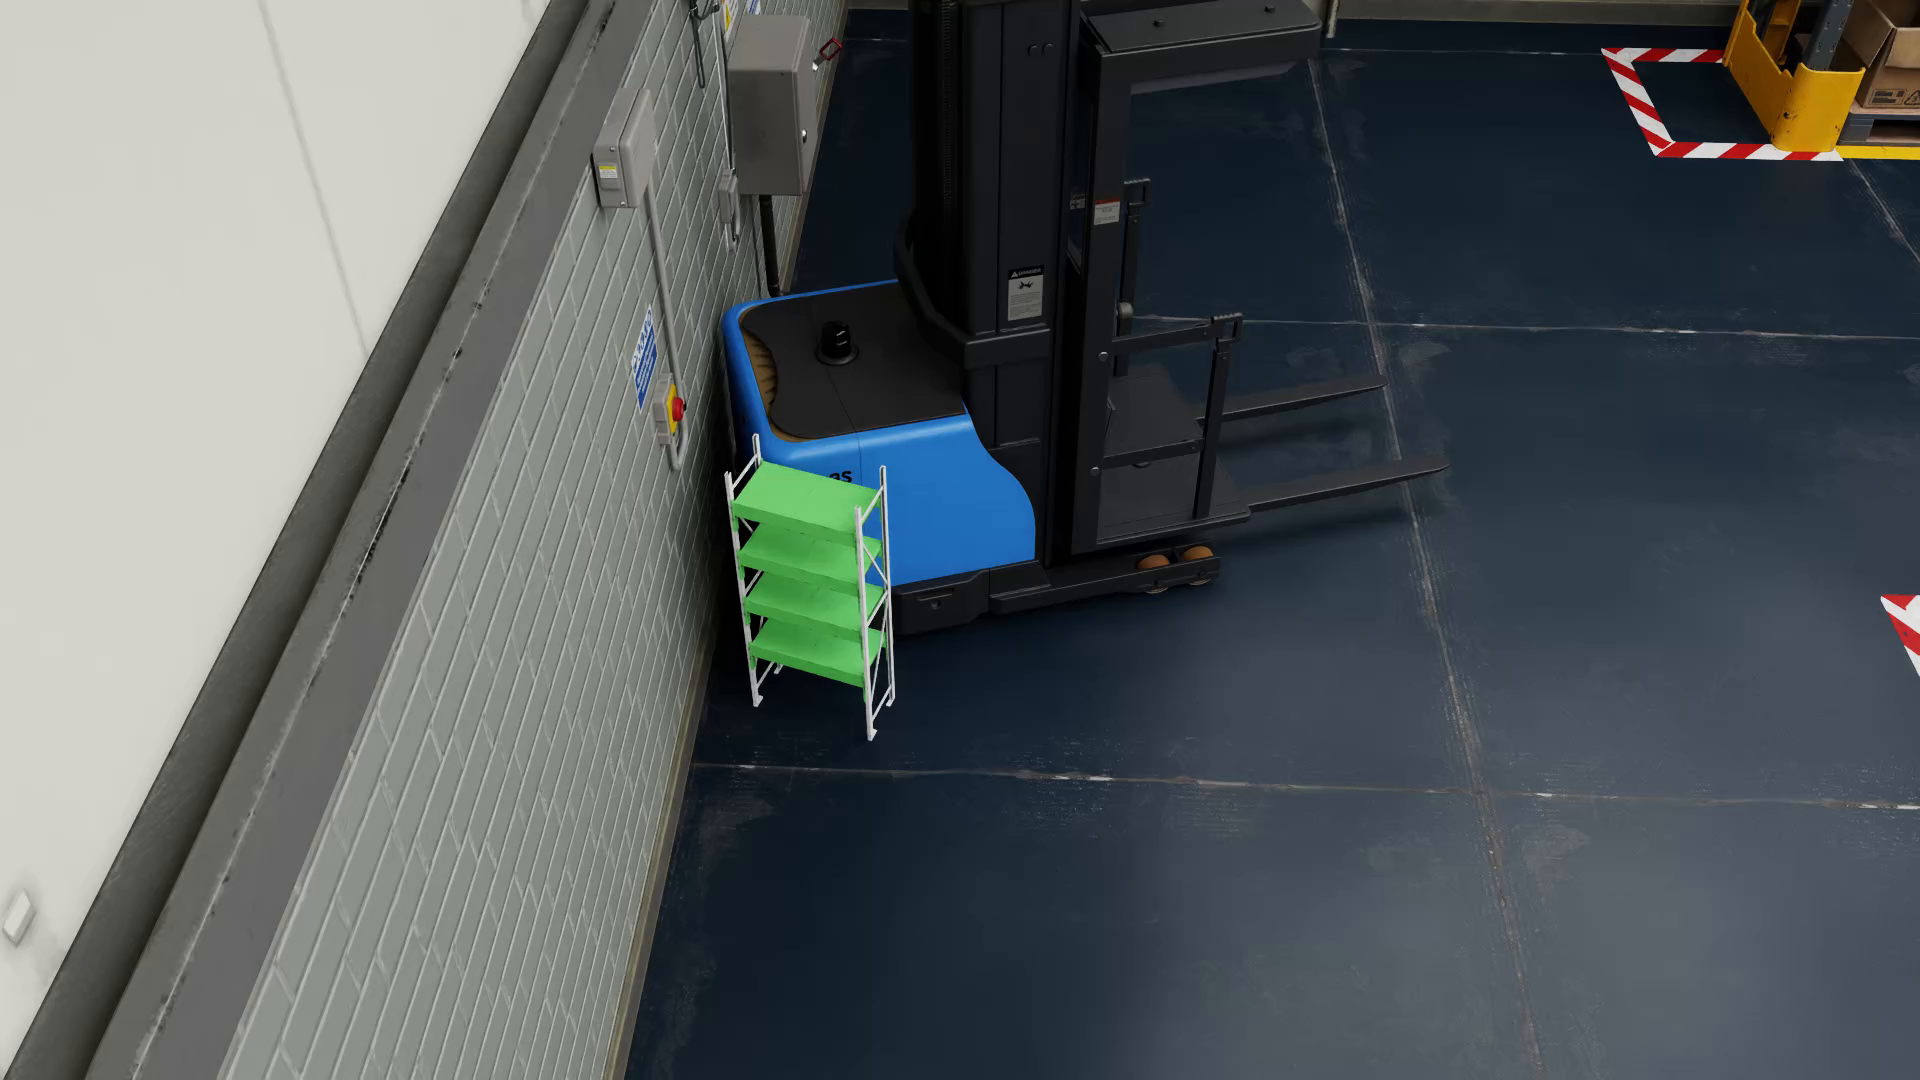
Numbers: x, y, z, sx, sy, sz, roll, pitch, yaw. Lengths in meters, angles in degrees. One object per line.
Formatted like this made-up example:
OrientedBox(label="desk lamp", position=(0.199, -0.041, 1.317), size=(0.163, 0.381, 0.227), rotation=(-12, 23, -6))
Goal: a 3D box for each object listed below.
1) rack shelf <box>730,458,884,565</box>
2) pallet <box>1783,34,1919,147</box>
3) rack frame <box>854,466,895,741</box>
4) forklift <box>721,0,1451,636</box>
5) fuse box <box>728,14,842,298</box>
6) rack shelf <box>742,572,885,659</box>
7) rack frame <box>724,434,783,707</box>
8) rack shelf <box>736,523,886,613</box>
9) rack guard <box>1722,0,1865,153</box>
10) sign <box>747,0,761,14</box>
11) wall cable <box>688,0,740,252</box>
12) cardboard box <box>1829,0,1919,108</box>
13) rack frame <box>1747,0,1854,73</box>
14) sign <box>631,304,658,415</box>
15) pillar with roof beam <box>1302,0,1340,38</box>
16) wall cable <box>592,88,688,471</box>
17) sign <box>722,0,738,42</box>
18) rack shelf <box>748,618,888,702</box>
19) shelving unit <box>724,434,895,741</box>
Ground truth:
OrientedBox(label="rack shelf", position=(-0.535, -0.105, 5.872), size=(0.480, 0.148, 0.258), rotation=(15, 45, 15))
OrientedBox(label="pallet", position=(5.749, -2.708, 10.002), size=(1.213, 0.211, 1.003), rotation=(2, 43, 2))
OrientedBox(label="rack frame", position=(-0.307, 0.258, 6.092), size=(0.015, 1.200, 0.240), rotation=(15, 45, 15))
OrientedBox(label="forklift", position=(0.602, -1.185, 6.372), size=(3.031, 2.935, 1.130), rotation=(-11, 44, -11))
OrientedBox(label="fuse box", position=(-0.737, -1.486, 7.590), size=(0.414, 1.711, 0.539), rotation=(2, 43, 2))
OrientedBox(label="rack shelf", position=(-0.535, 0.246, 6.199), size=(0.480, 0.148, 0.258), rotation=(15, 45, 15))
OrientedBox(label="rack frame", position=(-0.763, 0.140, 6.219), size=(0.015, 1.200, 0.240), rotation=(15, 45, 15))
OrientedBox(label="rack shelf", position=(-0.535, 0.070, 6.036), size=(0.480, 0.148, 0.258), rotation=(15, 45, 15))
OrientedBox(label="rack guard", position=(4.953, -2.838, 9.929), size=(0.348, 0.500, 1.175), rotation=(2, 43, 2))
OrientedBox(label="sign", position=(-0.921, -2.265, 7.551), size=(0.001, 0.494, 0.329), rotation=(2, 43, 2))
OrientedBox(label="wall cable", position=(-0.925, -1.869, 6.311), size=(0.122, 1.984, 0.588), rotation=(2, 43, 2))
OrientedBox(label="cardboard box", position=(5.484, -2.911, 9.698), size=(0.637, 0.503, 0.797), rotation=(0, 43, 0))
OrientedBox(label="rack frame", position=(4.877, -3.754, 9.080), size=(0.127, 3.000, 1.000), rotation=(2, 43, 2))
OrientedBox(label="sign", position=(-1.040, -0.600, 5.495), size=(0.001, 0.218, 0.327), rotation=(2, 43, 2))
OrientedBox(label="pillar with roof beam", position=(2.030, -3.715, 4.636), size=(0.400, 9.000, 9.100), rotation=(2, 43, 2))
OrientedBox(label="wall cable", position=(-0.977, -0.915, 5.263), size=(0.123, 1.953, 0.585), rotation=(2, 43, 2))
OrientedBox(label="sign", position=(-0.946, -2.228, 6.836), size=(0.001, 0.242, 0.339), rotation=(2, 43, 2))
OrientedBox(label="rack shelf", position=(-0.535, 0.422, 6.363), size=(0.480, 0.148, 0.258), rotation=(15, 45, 15))
OrientedBox(label="shelving unit", position=(-0.535, 0.199, 6.156), size=(0.503, 1.200, 0.258), rotation=(15, 45, 15))
